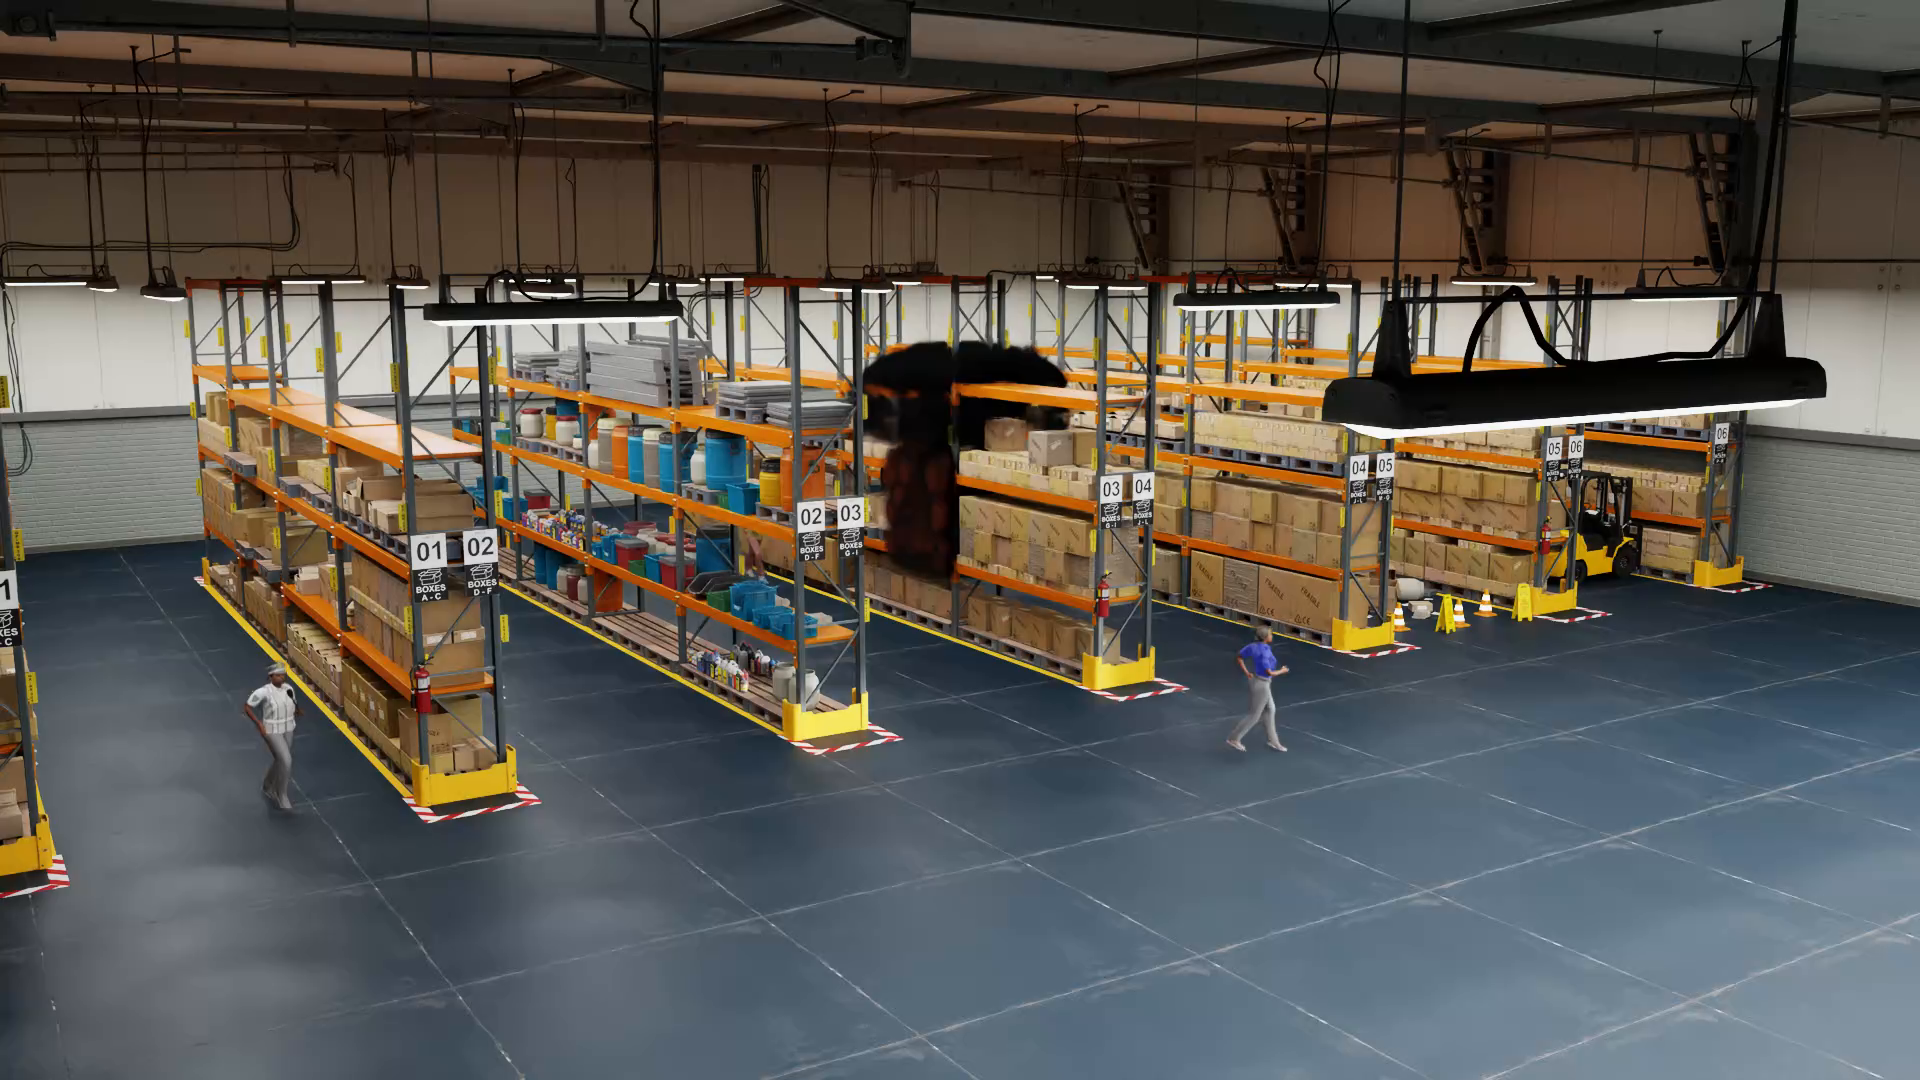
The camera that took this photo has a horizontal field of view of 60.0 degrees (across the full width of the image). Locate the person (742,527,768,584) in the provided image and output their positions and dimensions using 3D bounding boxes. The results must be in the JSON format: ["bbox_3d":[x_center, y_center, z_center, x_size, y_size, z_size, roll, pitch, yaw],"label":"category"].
[{"bbox_3d":[-3.959,-0.003,31.970,0.615,1.590,0.971,-5,11,-27],"label":"person"}]

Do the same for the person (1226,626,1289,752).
[{"bbox_3d":[3.849,1.945,21.416,0.851,1.696,0.569,-1,10,-6],"label":"person"}]

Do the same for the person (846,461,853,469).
[{"bbox_3d":[-2.609,-1.014,38.853,0.657,1.757,0.708,-5,11,-29],"label":"person"}]

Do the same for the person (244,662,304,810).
[{"bbox_3d":[-7.966,2.279,19.454,0.732,1.751,0.554,5,11,26],"label":"person"}]
